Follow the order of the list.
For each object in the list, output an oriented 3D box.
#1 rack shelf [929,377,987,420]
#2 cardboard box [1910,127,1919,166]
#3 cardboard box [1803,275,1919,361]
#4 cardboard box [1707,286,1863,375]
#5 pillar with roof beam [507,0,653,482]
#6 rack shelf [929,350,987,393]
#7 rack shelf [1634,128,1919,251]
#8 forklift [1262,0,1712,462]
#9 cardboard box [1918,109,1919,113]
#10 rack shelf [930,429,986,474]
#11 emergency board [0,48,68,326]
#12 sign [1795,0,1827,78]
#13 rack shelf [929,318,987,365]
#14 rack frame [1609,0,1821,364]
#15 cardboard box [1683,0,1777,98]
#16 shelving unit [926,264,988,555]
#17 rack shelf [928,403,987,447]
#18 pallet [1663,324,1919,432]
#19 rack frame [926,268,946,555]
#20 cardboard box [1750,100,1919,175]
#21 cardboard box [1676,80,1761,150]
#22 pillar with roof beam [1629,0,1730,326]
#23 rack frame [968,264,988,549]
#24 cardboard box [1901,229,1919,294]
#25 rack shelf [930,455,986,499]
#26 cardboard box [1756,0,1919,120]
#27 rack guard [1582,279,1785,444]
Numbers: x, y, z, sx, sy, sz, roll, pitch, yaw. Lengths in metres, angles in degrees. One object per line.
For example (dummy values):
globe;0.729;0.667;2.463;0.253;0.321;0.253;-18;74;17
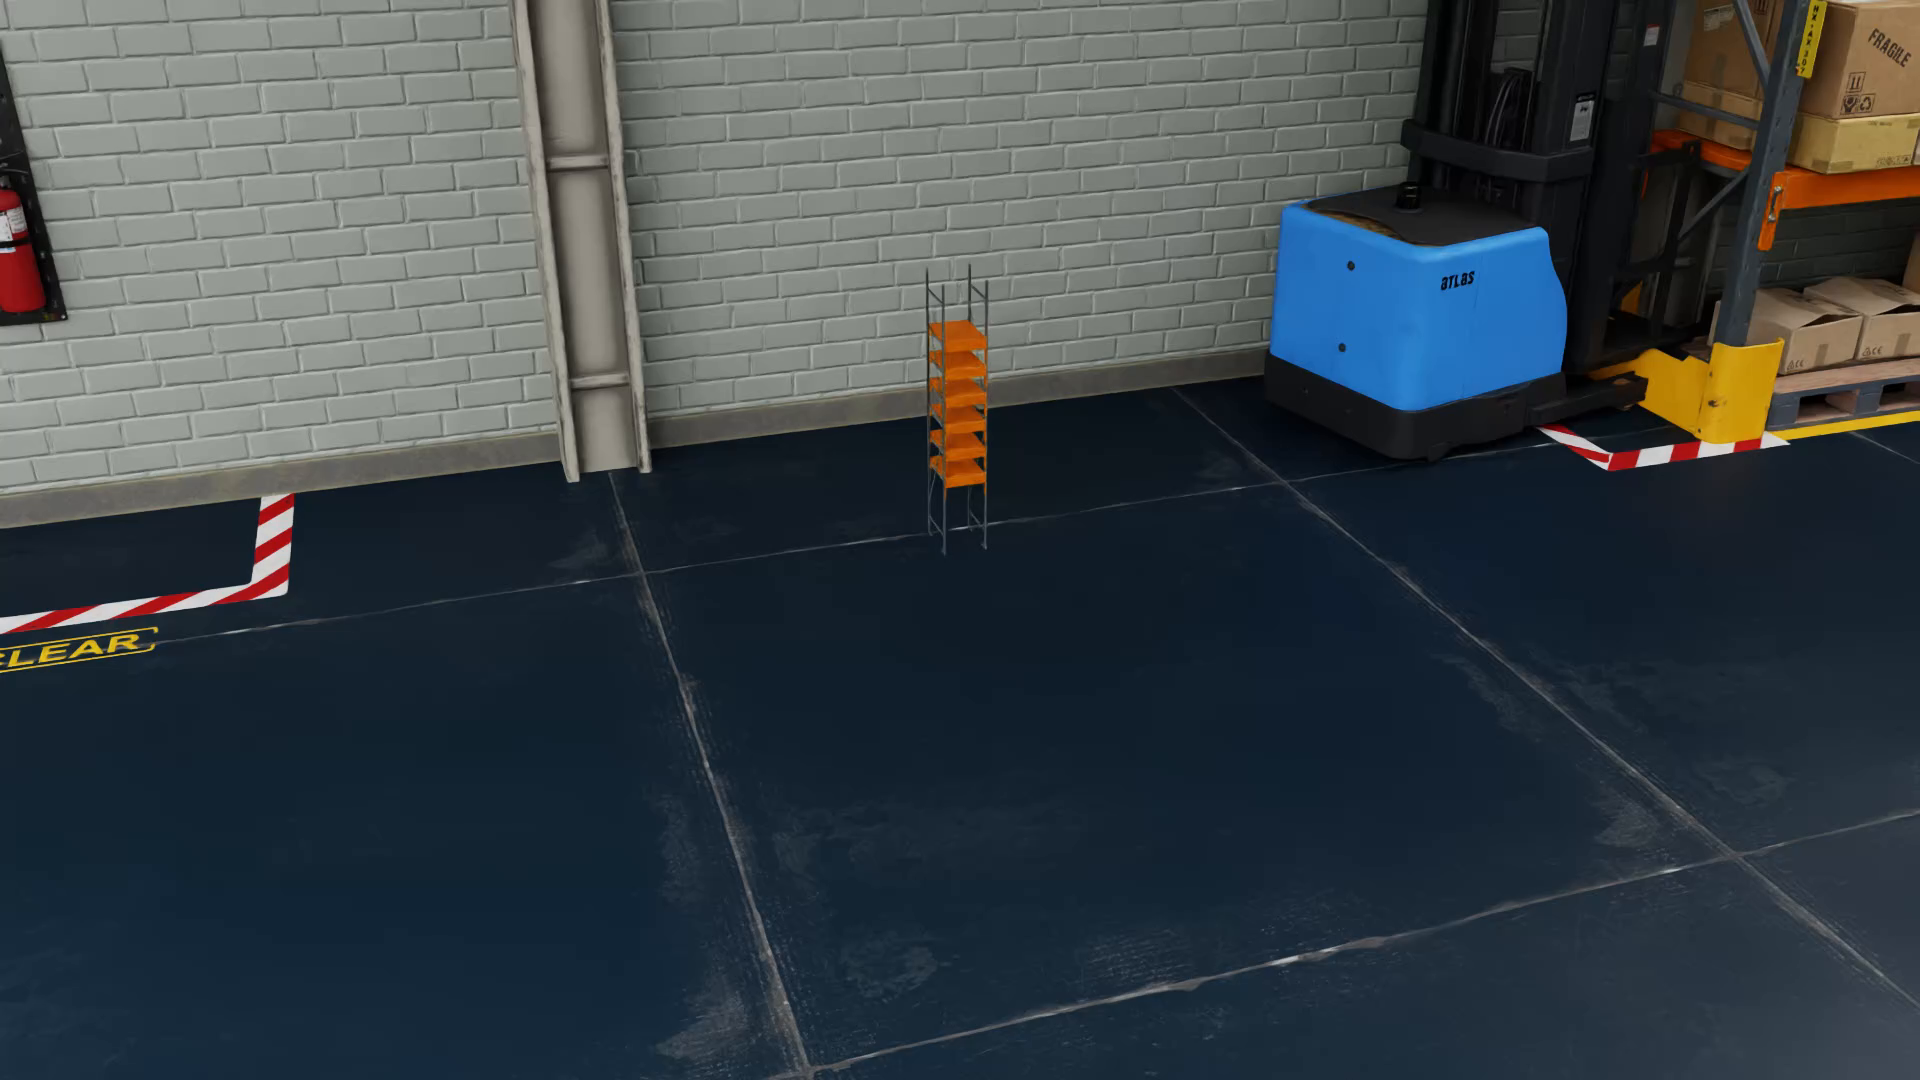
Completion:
rack shelf;-0.014;-0.603;6.946;0.180;0.103;0.258;-8;28;-16
cardboard box;4.662;-2.021;8.094;0.500;0.250;0.500;-9;28;-18
cardboard box;4.838;-1.197;8.818;0.500;0.311;0.500;-6;27;-12
cardboard box;4.296;-1.119;8.660;0.500;0.311;0.500;-12;29;-22
pillar with roof beam;-0.364;-2.572;2.310;0.400;9.000;9.100;-8;28;-16
rack shelf;-0.014;-0.711;6.892;0.180;0.103;0.258;-8;28;-16
rack shelf;5.512;-2.022;8.759;4.000;0.370;1.077;-8;28;-16
forklift;3.086;-2.163;8.312;3.031;2.935;1.130;-15;30;-28
cardboard box;4.630;-2.349;7.911;0.500;0.500;0.500;-8;28;-16
rack shelf;-0.014;-0.388;7.052;0.180;0.103;0.258;-8;28;-16
emergency board;-4.058;-1.381;6.658;0.643;1.169;0.194;-8;28;-16
sign;3.779;-2.227;7.390;0.005;0.325;0.100;-8;28;-16
rack shelf;-0.014;-0.818;6.839;0.180;0.103;0.258;-8;28;-16
rack frame;3.610;-2.069;8.044;0.127;3.000;1.000;-8;28;-16
cardboard box;3.993;-2.501;8.218;0.500;0.500;0.500;-9;28;-17
shelving unit;-0.014;-0.535;6.979;0.189;1.200;0.258;-8;28;-16
rack shelf;-0.014;-0.496;6.999;0.180;0.103;0.258;-8;28;-16
pallet;4.466;-0.927;8.881;1.213;0.211;1.003;-8;28;-16
rack frame;-0.101;-0.523;6.954;0.006;1.200;0.240;-8;28;-16
cardboard box;4.173;-1.944;7.938;0.500;0.250;0.500;-9;28;-18
cardboard box;3.995;-2.157;8.368;0.500;0.250;0.500;-8;27;-15
pillar with roof beam;5.341;-3.398;3.975;0.400;9.000;9.100;-8;28;-16
rack frame;0.073;-0.548;7.005;0.006;1.200;0.240;-8;28;-16
cardboard box;5.551;-1.362;8.937;0.500;0.500;0.700;-10;28;-19
rack shelf;-0.014;-0.281;7.106;0.180;0.103;0.258;-8;28;-16
cardboard box;4.157;-2.285;7.783;0.500;0.500;0.500;-8;28;-16
rack guard;3.683;-0.960;8.621;0.348;0.500;1.175;-8;28;-16
